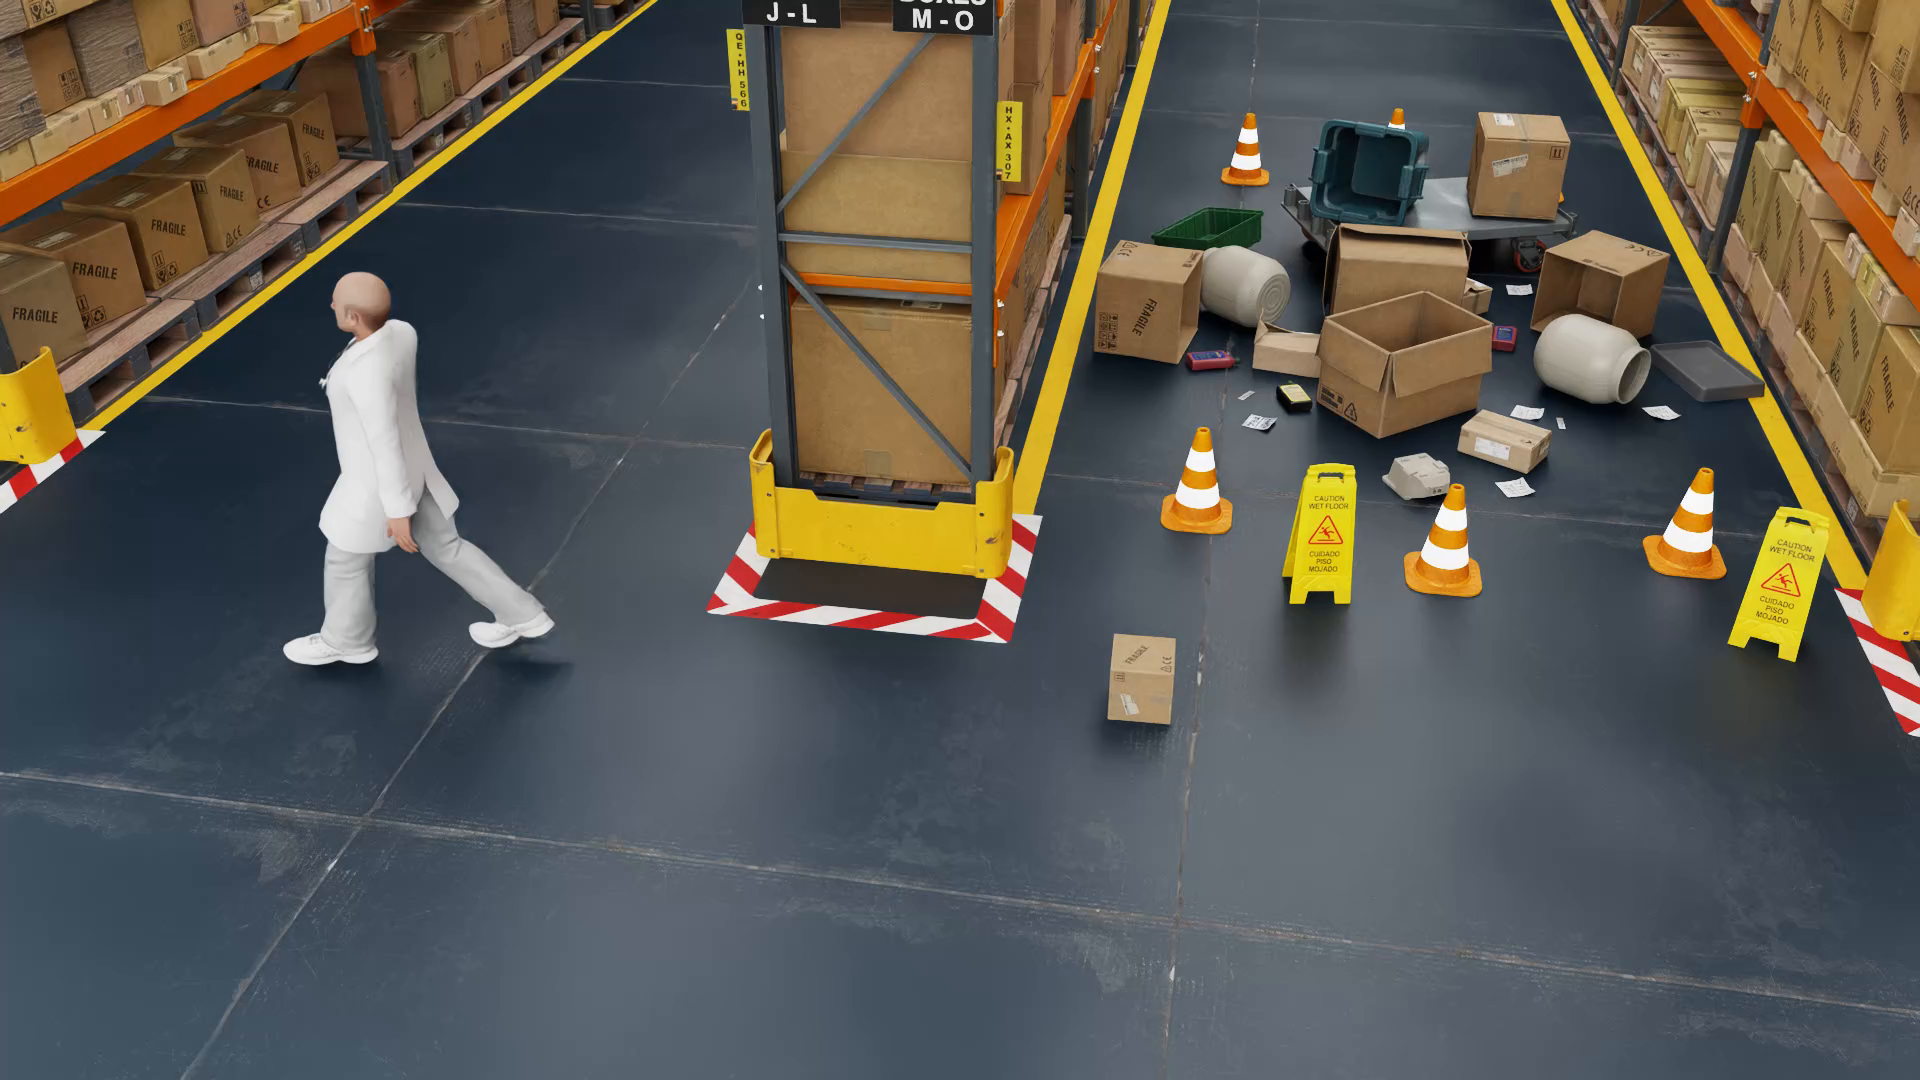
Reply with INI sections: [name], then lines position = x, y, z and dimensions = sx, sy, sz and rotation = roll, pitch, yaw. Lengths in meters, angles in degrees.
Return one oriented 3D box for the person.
[person]
position = -2.252, -0.258, 6.563
dimensions = 1.113, 1.730, 0.612
rotation = 3, 32, 5
